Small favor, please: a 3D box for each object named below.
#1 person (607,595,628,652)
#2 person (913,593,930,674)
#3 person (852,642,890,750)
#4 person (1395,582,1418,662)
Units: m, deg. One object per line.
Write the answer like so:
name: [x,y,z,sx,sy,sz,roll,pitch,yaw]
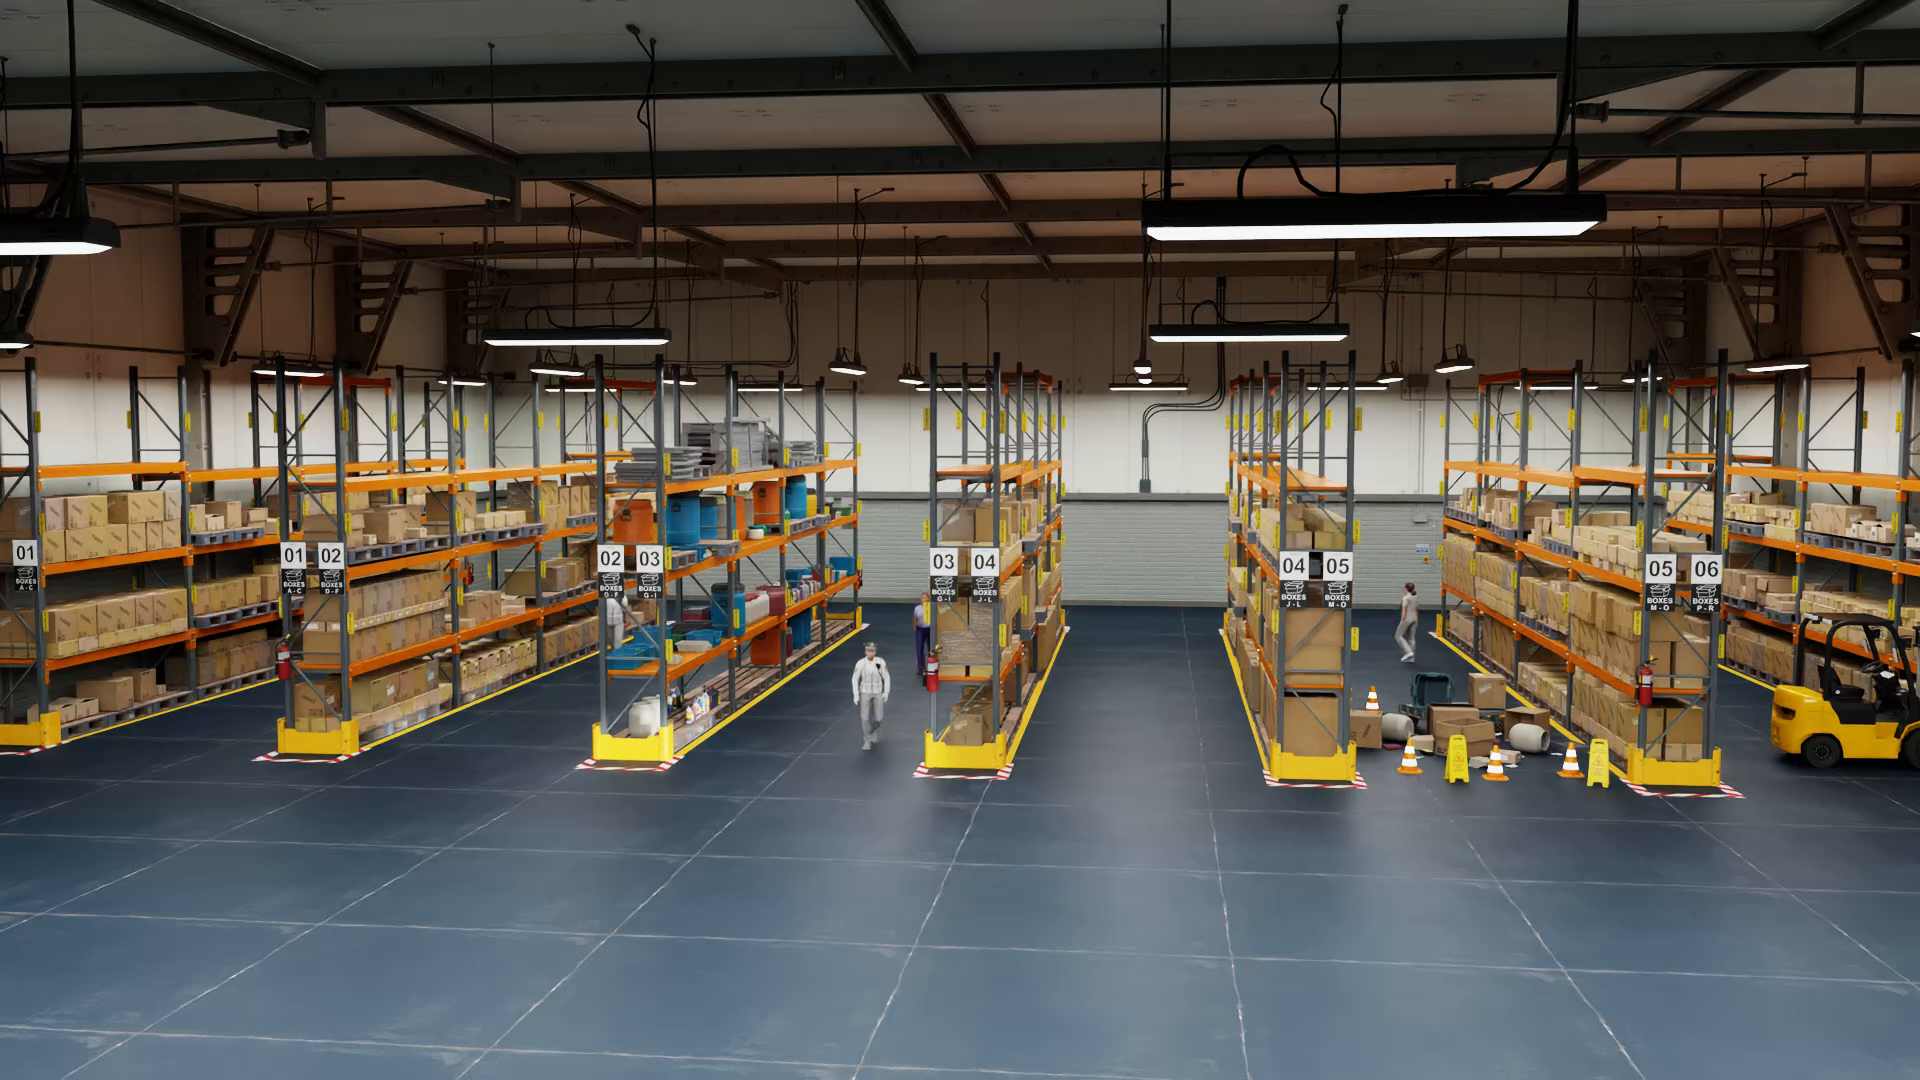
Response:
person: [-7.163,1.687,34.354,0.529,1.711,1.054,0,4,3]
person: [-0.688,1.842,33.235,0.520,1.588,1.034,0,4,3]
person: [-1.373,2.374,25.644,0.583,1.659,0.534,0,4,-3]
person: [9.379,1.717,34.672,0.494,1.670,0.465,-3,5,-32]
